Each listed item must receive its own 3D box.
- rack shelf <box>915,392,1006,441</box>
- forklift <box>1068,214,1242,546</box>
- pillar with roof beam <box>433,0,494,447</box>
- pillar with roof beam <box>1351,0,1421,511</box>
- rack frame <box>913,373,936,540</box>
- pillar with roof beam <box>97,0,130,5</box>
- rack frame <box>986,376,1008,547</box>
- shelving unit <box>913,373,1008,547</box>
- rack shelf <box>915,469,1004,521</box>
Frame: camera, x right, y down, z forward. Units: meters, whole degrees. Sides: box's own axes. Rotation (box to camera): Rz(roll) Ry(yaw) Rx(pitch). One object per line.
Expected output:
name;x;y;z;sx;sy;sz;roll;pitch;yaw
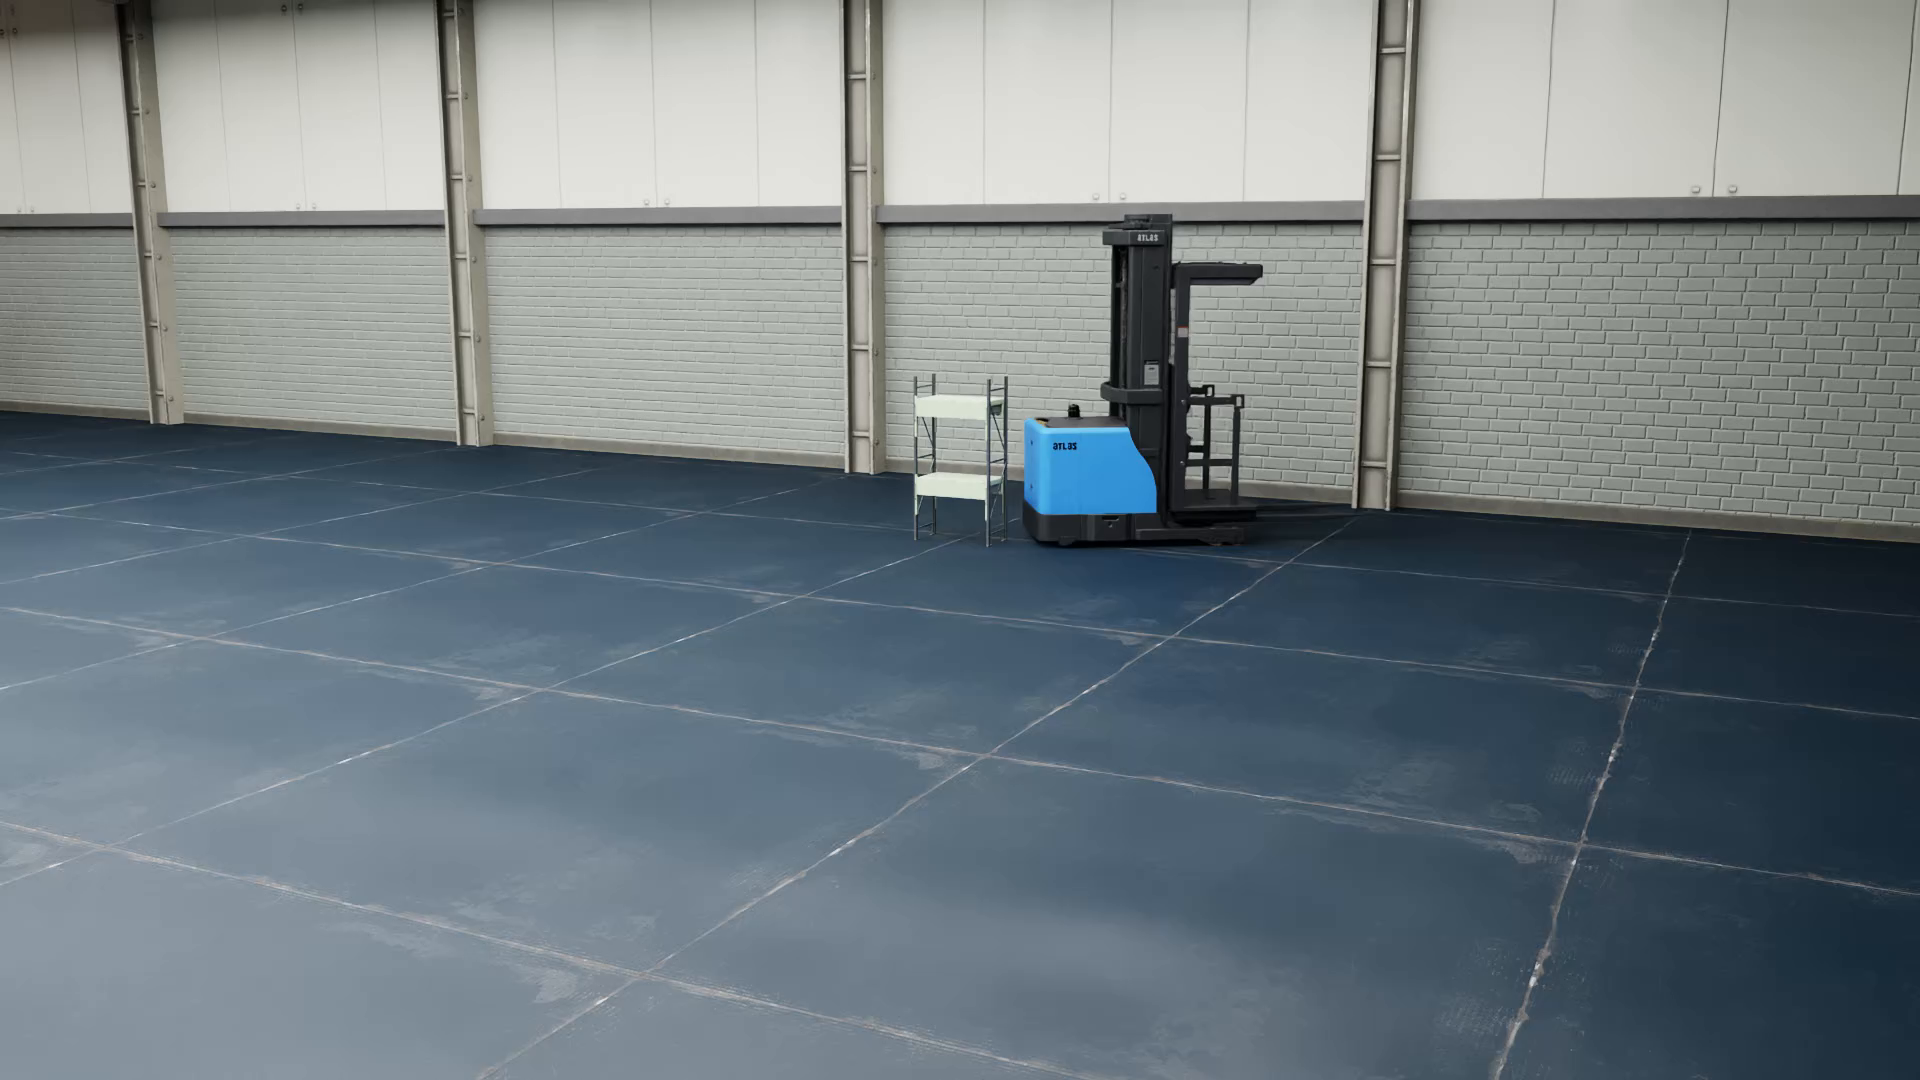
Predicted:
rack shelf;0.006;-1.122;15.044;0.720;0.370;0.431;5;11;26
forklift;2.145;-1.480;15.197;3.031;2.935;1.121;-1;10;-7
pillar with roof beam;-8.406;-5.023;17.736;0.400;9.000;9.100;5;11;26
pillar with roof beam;2.356;-4.077;12.512;0.400;9.000;9.100;5;11;26
rack frame;-0.322;-0.766;15.273;0.023;1.500;0.400;5;11;26
pillar with roof beam;-13.871;-8.424;19.645;0.548;2.987;8.718;5;11;26
rack frame;0.334;-0.709;14.954;0.023;1.500;0.400;5;11;26
shelving unit;0.006;-0.737;15.114;0.755;1.500;0.431;5;11;26
rack shelf;0.006;-0.417;15.172;0.720;0.370;0.431;5;11;26
